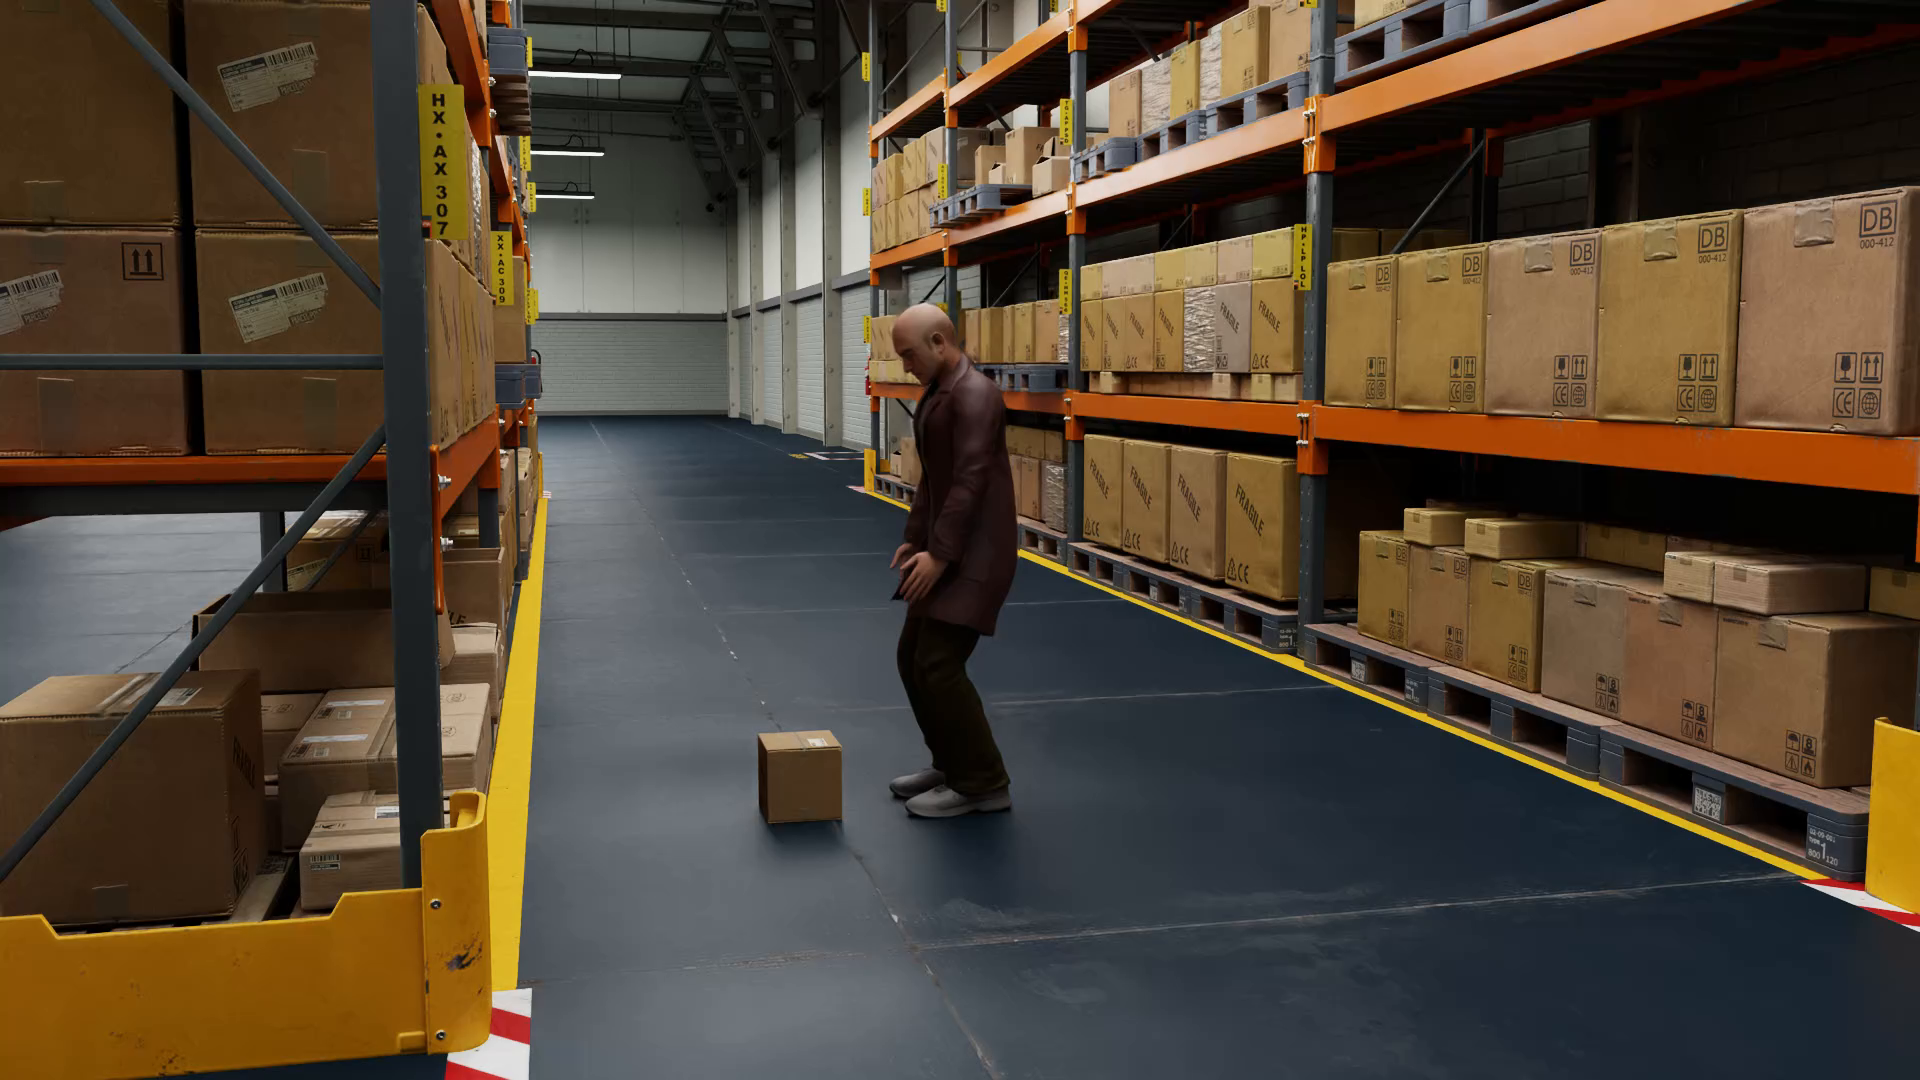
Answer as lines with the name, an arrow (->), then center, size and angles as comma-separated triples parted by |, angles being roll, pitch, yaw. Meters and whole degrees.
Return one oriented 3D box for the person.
person -> -0.025, 0.064, 5.622 | 0.442, 1.715, 0.595 | -1, 6, -12
